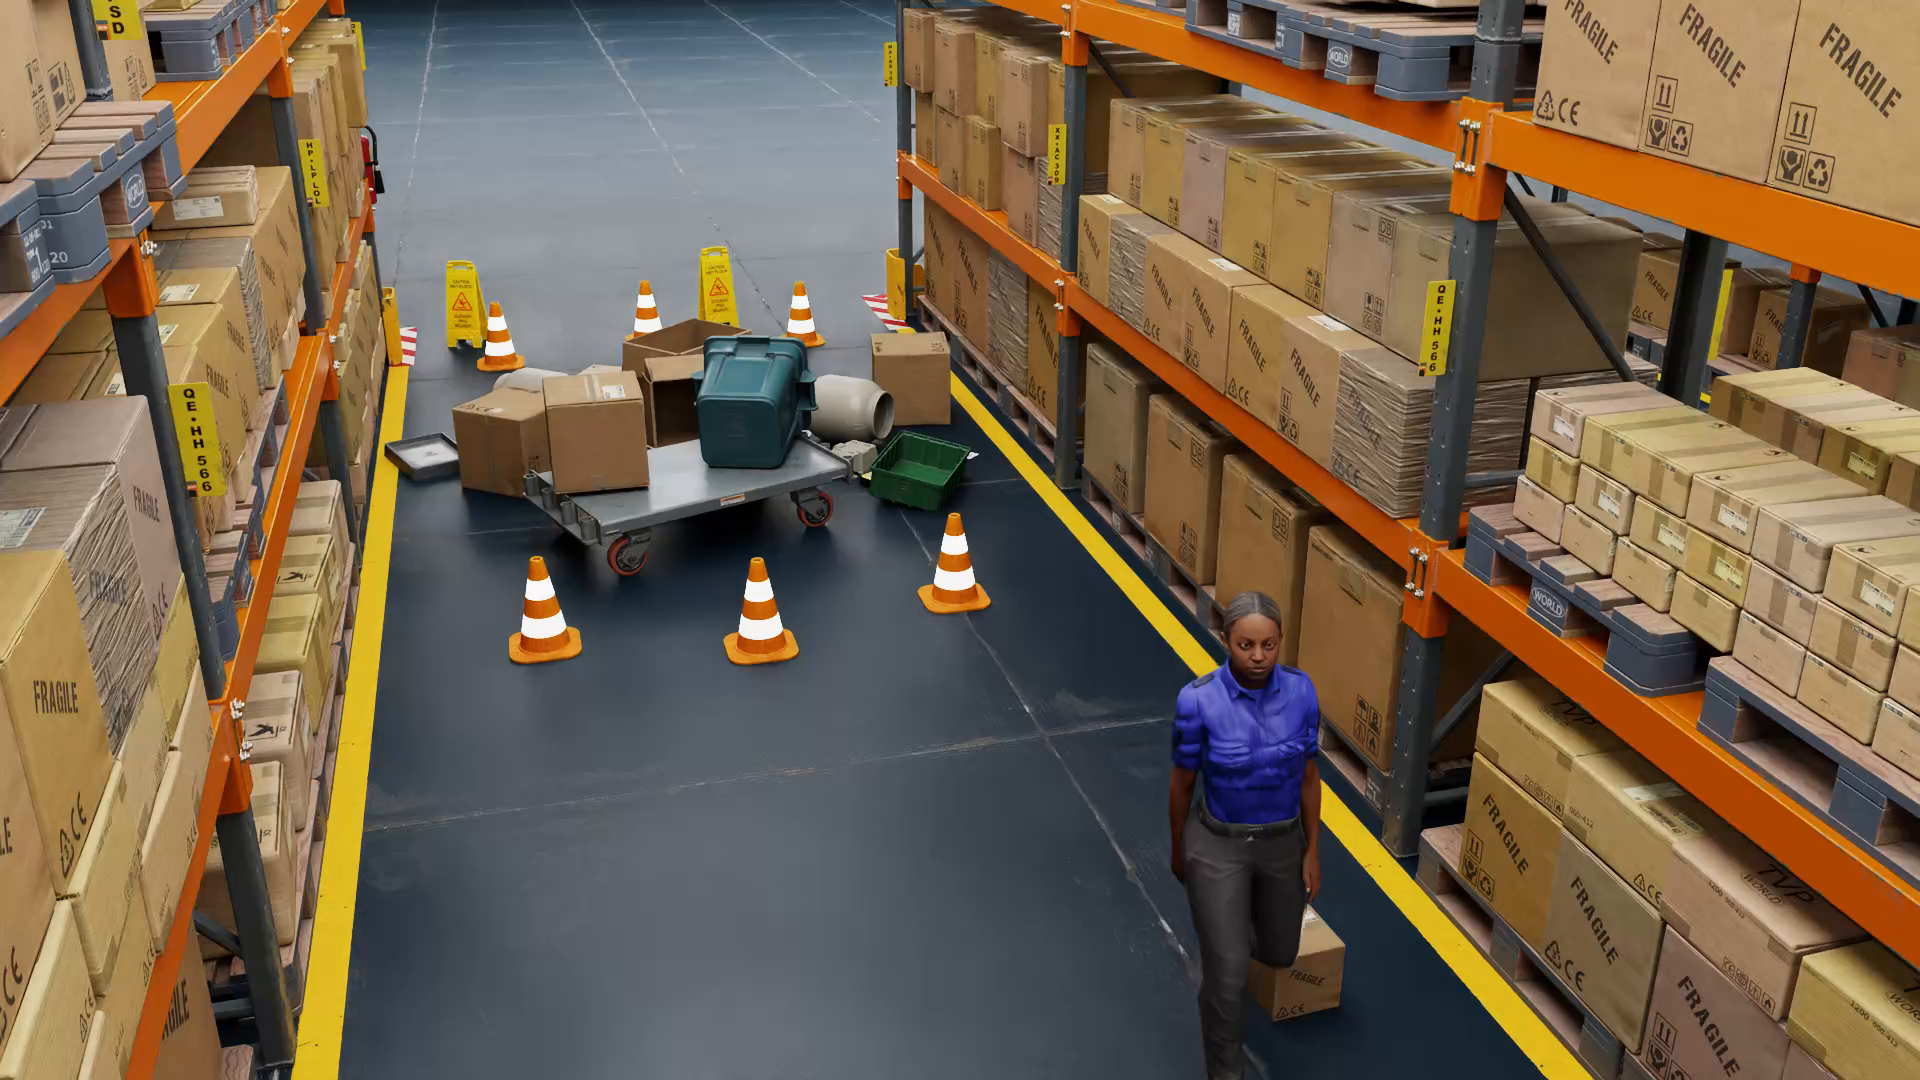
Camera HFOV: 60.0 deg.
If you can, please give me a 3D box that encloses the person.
[{"bbox_3d":[0.834,0.890,4.973,0.439,1.623,0.795,-5,24,-11],"label":"person"}]
